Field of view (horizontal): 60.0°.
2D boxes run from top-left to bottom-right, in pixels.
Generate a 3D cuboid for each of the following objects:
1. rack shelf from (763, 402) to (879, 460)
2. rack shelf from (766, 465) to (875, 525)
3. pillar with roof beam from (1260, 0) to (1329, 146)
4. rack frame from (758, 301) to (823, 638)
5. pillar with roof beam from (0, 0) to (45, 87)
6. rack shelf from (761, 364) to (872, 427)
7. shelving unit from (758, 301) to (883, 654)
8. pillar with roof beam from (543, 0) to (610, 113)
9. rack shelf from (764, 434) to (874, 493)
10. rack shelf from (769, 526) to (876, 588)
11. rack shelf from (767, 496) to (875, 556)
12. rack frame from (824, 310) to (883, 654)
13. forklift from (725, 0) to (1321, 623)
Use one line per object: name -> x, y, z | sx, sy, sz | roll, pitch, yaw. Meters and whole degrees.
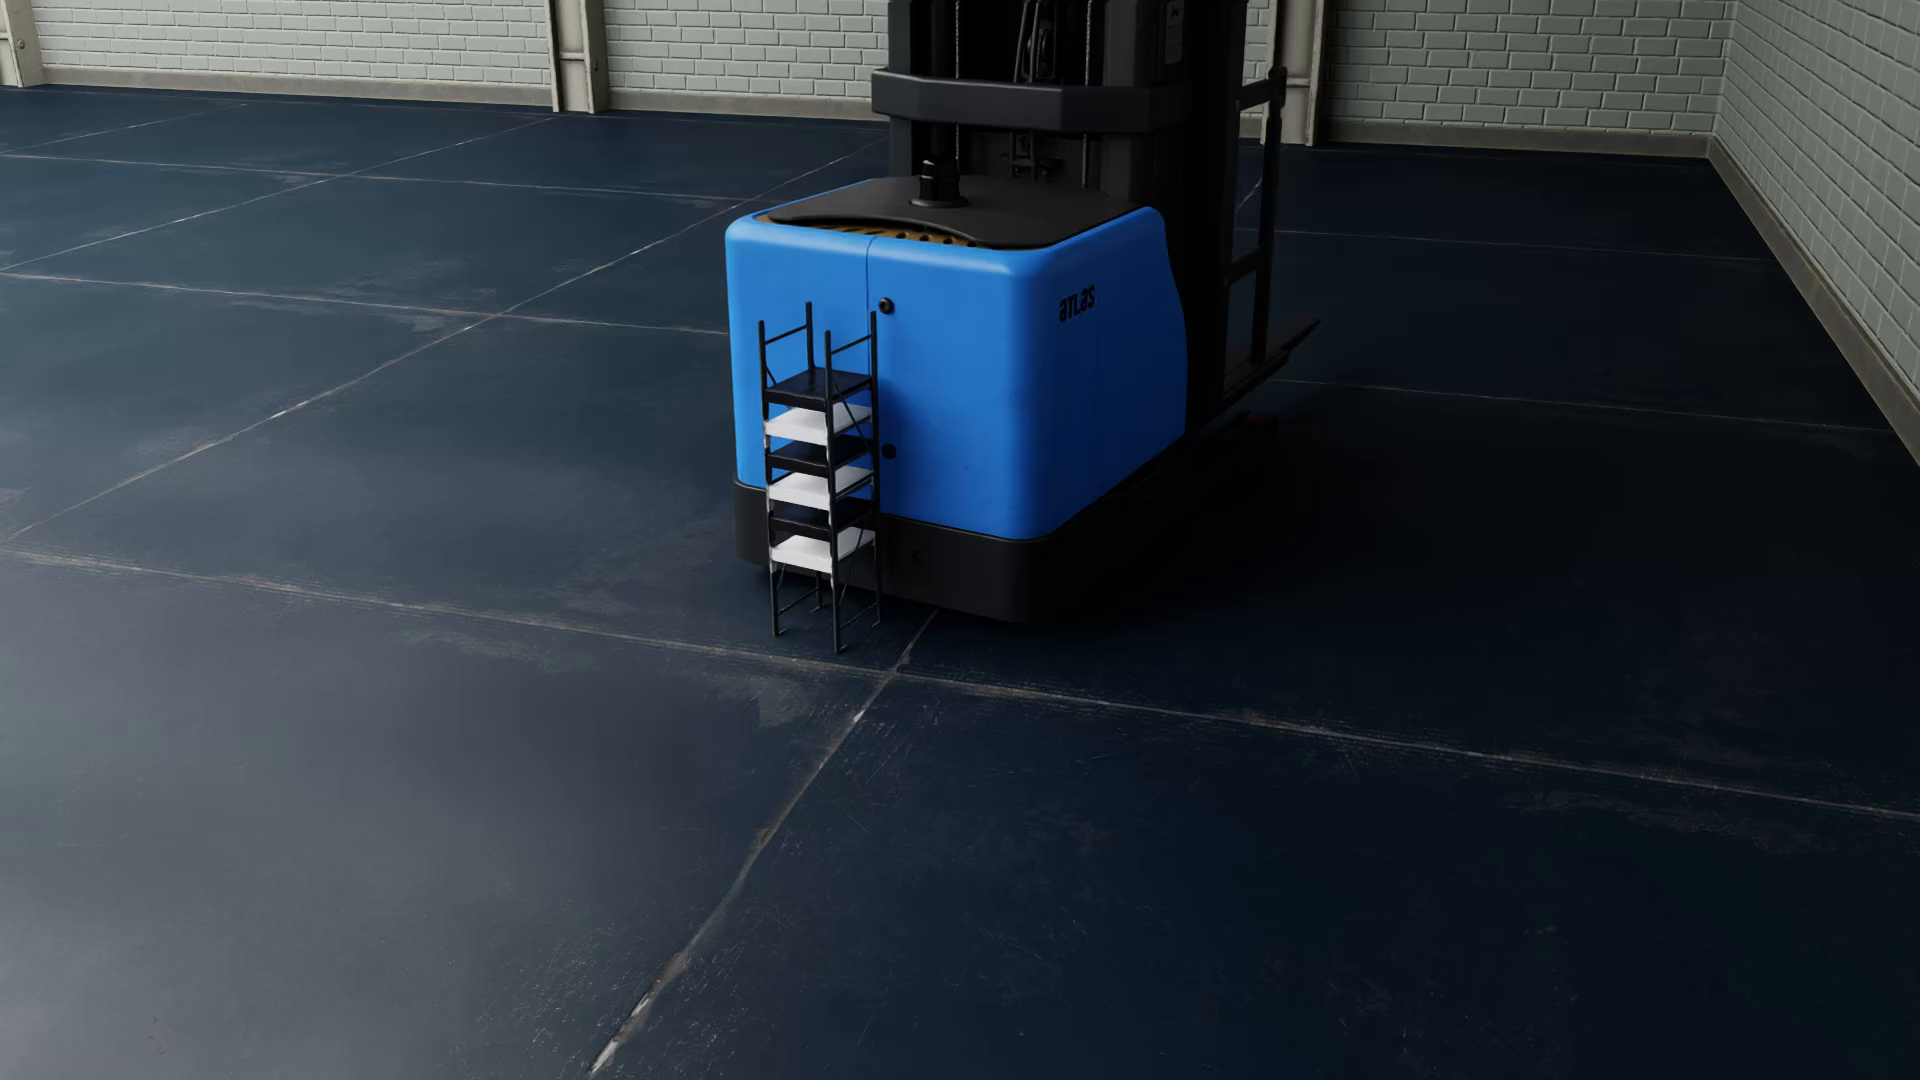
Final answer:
rack shelf -> -0.369, -0.301, 4.429 | 0.200, 0.077, 0.258 | 12, 25, 27
rack shelf -> -0.368, -0.134, 4.498 | 0.200, 0.077, 0.258 | 12, 25, 27
pillar with roof beam -> 1.262, -5.631, 7.139 | 0.400, 9.000, 9.100 | 7, 23, 16
rack frame -> -0.457, -0.184, 4.531 | 0.006, 0.900, 0.240 | 12, 25, 27
pillar with roof beam -> -10.226, -6.946, 10.346 | 0.400, 9.000, 9.100 | 7, 23, 16
rack shelf -> -0.369, -0.384, 4.395 | 0.200, 0.077, 0.258 | 12, 25, 27
shelving unit -> -0.368, -0.165, 4.486 | 0.210, 0.900, 0.258 | 12, 25, 27
pillar with roof beam -> -4.482, -6.288, 8.743 | 0.400, 9.000, 9.100 | 7, 23, 16
rack shelf -> -0.369, -0.218, 4.464 | 0.200, 0.077, 0.258 | 12, 25, 27
rack shelf -> -0.368, 0.032, 4.567 | 0.200, 0.077, 0.258 | 12, 25, 27
rack shelf -> -0.368, -0.051, 4.533 | 0.200, 0.077, 0.258 | 12, 25, 27
rack frame -> -0.279, -0.146, 4.440 | 0.006, 0.900, 0.240 | 12, 25, 27
forklift -> 0.484, -1.647, 5.423 | 1.130, 2.935, 3.031 | 12, 25, 27
